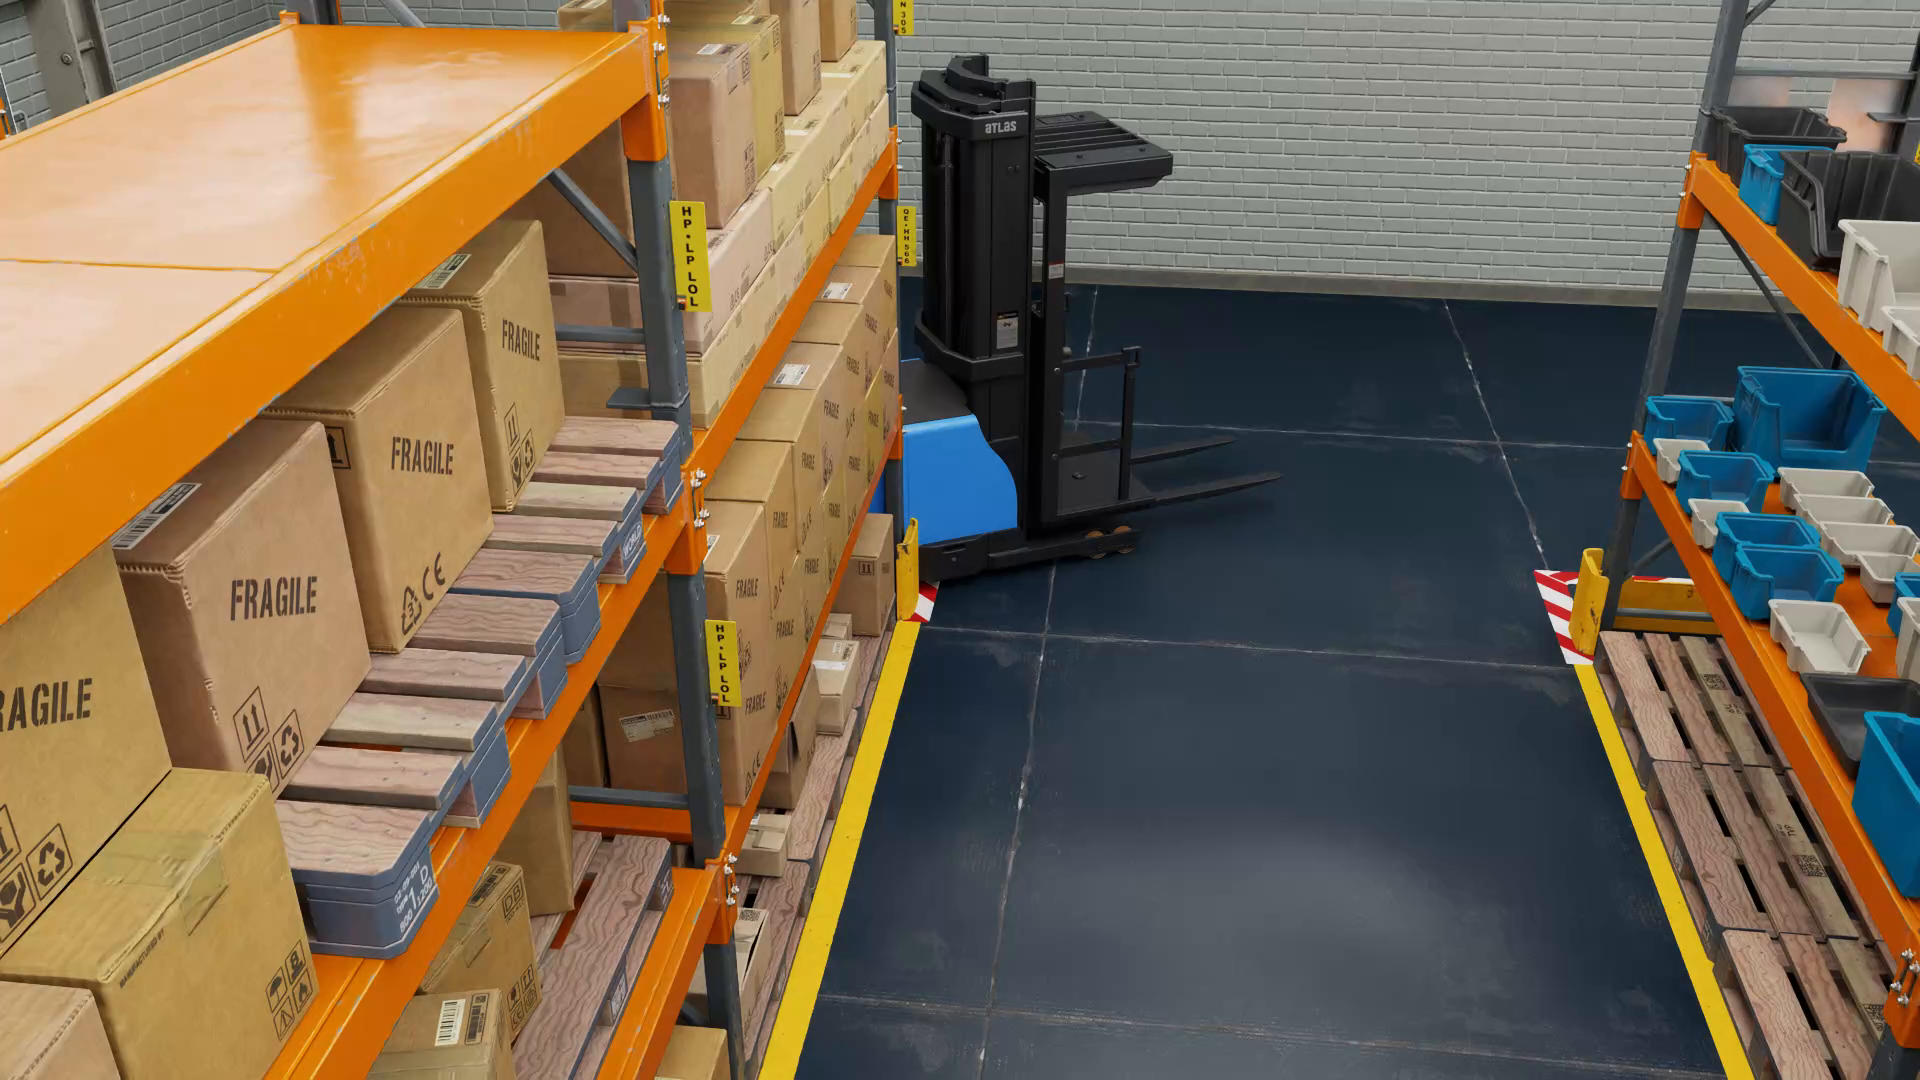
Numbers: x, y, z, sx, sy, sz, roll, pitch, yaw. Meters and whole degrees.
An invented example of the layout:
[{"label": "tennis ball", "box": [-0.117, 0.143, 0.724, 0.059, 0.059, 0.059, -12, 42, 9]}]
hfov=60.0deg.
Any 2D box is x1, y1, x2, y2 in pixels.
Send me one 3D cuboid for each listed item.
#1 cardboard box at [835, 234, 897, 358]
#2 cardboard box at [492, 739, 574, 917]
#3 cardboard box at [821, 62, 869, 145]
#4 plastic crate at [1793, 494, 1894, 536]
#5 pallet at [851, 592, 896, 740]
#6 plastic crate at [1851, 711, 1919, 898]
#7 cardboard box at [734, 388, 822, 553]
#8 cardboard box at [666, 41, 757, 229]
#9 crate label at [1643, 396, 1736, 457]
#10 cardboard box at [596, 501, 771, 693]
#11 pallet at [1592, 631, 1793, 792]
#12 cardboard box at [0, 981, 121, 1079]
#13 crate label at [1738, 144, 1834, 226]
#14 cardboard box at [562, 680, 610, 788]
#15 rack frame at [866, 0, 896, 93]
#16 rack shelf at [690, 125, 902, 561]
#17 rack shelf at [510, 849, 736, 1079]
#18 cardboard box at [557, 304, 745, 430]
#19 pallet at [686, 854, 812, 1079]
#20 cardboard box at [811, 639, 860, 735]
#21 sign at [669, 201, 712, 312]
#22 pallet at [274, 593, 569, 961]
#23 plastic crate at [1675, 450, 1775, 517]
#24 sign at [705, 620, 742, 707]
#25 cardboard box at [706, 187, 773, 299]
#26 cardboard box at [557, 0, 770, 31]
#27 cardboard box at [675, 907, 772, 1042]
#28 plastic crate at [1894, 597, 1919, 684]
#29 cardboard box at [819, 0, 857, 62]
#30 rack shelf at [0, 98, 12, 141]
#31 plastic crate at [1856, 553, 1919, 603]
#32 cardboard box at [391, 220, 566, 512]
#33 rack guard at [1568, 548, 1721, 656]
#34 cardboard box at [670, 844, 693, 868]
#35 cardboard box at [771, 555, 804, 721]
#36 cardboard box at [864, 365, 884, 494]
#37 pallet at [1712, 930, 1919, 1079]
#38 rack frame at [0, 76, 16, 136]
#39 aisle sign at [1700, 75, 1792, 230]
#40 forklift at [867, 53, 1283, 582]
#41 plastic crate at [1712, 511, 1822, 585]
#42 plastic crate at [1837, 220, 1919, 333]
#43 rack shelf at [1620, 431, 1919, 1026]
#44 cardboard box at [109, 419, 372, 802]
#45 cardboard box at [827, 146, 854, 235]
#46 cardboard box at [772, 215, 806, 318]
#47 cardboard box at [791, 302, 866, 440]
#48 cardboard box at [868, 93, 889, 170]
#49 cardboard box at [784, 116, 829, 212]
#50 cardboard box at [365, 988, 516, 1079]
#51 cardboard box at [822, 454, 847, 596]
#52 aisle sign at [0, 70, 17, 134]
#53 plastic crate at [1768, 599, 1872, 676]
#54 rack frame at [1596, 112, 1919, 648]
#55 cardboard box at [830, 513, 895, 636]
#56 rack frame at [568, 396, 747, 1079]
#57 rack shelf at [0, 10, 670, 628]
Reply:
[{"label": "cardboard box", "box": [-0.612, -1.259, 8.557, 0.500, 0.500, 0.500, 3, 28, 6]}, {"label": "cardboard box", "box": [-1.601, 0.864, 5.228, 0.700, 0.500, 0.500, -6, 29, -11]}, {"label": "cardboard box", "box": [-0.701, -1.983, 7.529, 0.500, 0.250, 0.500, 3, 28, 6]}, {"label": "plastic crate", "box": [4.115, -0.091, 7.763, 0.396, 0.136, 0.243, 3, 28, 6]}, {"label": "pallet", "box": [-0.937, 0.638, 9.135, 1.003, 0.211, 1.213, 3, 28, 6]}, {"label": "plastic crate", "box": [3.314, 0.913, 5.638, 0.392, 0.384, 0.575, 3, 28, 6]}, {"label": "cardboard box", "box": [-0.857, -0.292, 6.762, 0.500, 0.500, 0.500, 3, 28, 5]}, {"label": "cardboard box", "box": [-1.097, -1.381, 5.620, 0.700, 0.500, 0.500, 3, 28, 6]}, {"label": "crate label", "box": [3.728, -0.566, 8.544, 0.416, 0.233, 0.303, 3, 28, 6]}, {"label": "cardboard box", "box": [-0.984, 0.193, 5.862, 0.500, 0.500, 0.500, 4, 29, 8]}, {"label": "pallet", "box": [3.945, 0.903, 8.644, 1.003, 0.211, 1.213, 3, 28, 6]}, {"label": "cardboard box", "box": [-1.728, 0.953, 2.342, 0.910, 0.500, 0.500, 3, 28, 6]}, {"label": "crate label", "box": [3.651, -1.550, 7.251, 0.408, 0.251, 0.502, 3, 28, 6]}, {"label": "cardboard box", "box": [-1.514, 0.588, 6.182, 0.500, 0.500, 0.500, 4, 29, 7]}, {"label": "rack frame", "box": [-0.831, -3.642, 7.814, 1.000, 3.000, 0.127, 3, 28, 6]}, {"label": "rack shelf", "box": [-1.076, -1.063, 6.948, 1.077, 0.370, 4.000, 3, 28, 6]}, {"label": "rack shelf", "box": [-1.566, 2.141, 4.165, 1.077, 0.370, 4.000, 3, 28, 6]}, {"label": "cardboard box", "box": [-1.015, -0.587, 5.464, 0.500, 0.250, 0.500, 3, 28, 6]}, {"label": "pallet", "box": [-1.236, 1.787, 7.003, 1.003, 0.211, 1.213, 3, 28, 6]}, {"label": "cardboard box", "box": [-0.799, 0.732, 8.456, 0.500, 0.250, 0.500, 3, 28, 6]}, {"label": "sign", "box": [-0.769, -0.809, 4.757, 0.100, 0.325, 0.005, 3, 28, 6]}, {"label": "pallet", "box": [-1.594, 0.436, 3.606, 1.213, 0.211, 1.003, 3, 28, 6]}, {"label": "plastic crate", "box": [3.647, -0.257, 7.969, 0.416, 0.233, 0.300, 3, 28, 6]}, {"label": "sign", "box": [-0.769, 0.403, 5.410, 0.100, 0.325, 0.005, 3, 28, 6]}, {"label": "cardboard box", "box": [-0.955, -1.042, 5.782, 0.500, 0.250, 0.500, 3, 28, 6]}, {"label": "cardboard box", "box": [-1.131, -1.860, 6.511, 0.700, 0.500, 0.500, 3, 28, 6]}, {"label": "cardboard box", "box": [-1.055, 1.687, 6.618, 0.500, 0.311, 0.500, 3, 28, 6]}, {"label": "plastic crate", "box": [3.965, 0.490, 6.532, 0.437, 0.282, 0.530, 3, 28, 6]}, {"label": "cardboard box", "box": [-0.877, -2.562, 7.814, 0.700, 0.500, 0.500, 3, 28, 6]}, {"label": "rack shelf", "box": [-5.992, -1.349, 7.479, 1.077, 0.370, 4.000, 3, 28, 6]}, {"label": "plastic crate", "box": [4.087, 0.182, 7.257, 0.298, 0.136, 0.250, 3, 28, 6]}, {"label": "cardboard box", "box": [-1.455, -0.478, 4.451, 0.600, 0.600, 0.600, 1, 28, 1]}, {"label": "rack guard", "box": [4.075, 0.378, 9.314, 1.175, 0.500, 0.348, 3, 28, 6]}, {"label": "cardboard box", "box": [-1.440, 1.235, 7.459, 0.500, 0.311, 0.500, 3, 28, 6]}, {"label": "cardboard box", "box": [-0.928, 0.373, 6.581, 0.500, 0.500, 0.500, 4, 29, 7]}, {"label": "cardboard box", "box": [-0.675, -0.573, 8.338, 0.500, 0.500, 0.500, 4, 29, 7]}, {"label": "pallet", "box": [3.647, 2.051, 6.512, 1.003, 0.211, 1.213, 3, 28, 6]}, {"label": "rack frame", "box": [-5.747, -1.287, 9.768, 1.000, 3.000, 0.127, 3, 28, 6]}, {"label": "aisle sign", "box": [3.799, -1.906, 8.177, 0.394, 0.787, 0.004, 3, 28, 6]}, {"label": "forklift", "box": [0.581, -1.398, 10.046, 3.031, 2.935, 1.130, -10, 30, -19]}, {"label": "plastic crate", "box": [3.567, 0.053, 7.394, 0.416, 0.233, 0.300, 3, 28, 6]}, {"label": "plastic crate", "box": [3.507, -0.954, 6.112, 0.437, 0.282, 0.530, 3, 28, 6]}, {"label": "rack shelf", "box": [3.840, 0.547, 7.122, 1.077, 0.370, 4.000, 3, 28, 6]}, {"label": "cardboard box", "box": [-1.616, 0.150, 3.285, 0.600, 0.600, 0.600, 2, 28, 4]}, {"label": "cardboard box", "box": [-0.752, -1.527, 7.209, 0.500, 0.250, 0.500, 3, 28, 6]}, {"label": "cardboard box", "box": [-0.888, -1.057, 6.337, 0.500, 0.250, 0.500, 3, 28, 6]}, {"label": "cardboard box", "box": [-0.732, -0.777, 7.662, 0.500, 0.500, 0.500, 4, 29, 8]}, {"label": "cardboard box", "box": [-0.632, -1.998, 8.083, 0.500, 0.250, 0.500, 3, 28, 6]}, {"label": "cardboard box", "box": [-0.821, -1.512, 6.655, 0.500, 0.250, 0.500, 3, 28, 6]}, {"label": "cardboard box", "box": [-1.476, 1.489, 4.068, 0.700, 0.500, 0.500, -4, 29, -7]}, {"label": "cardboard box", "box": [-0.804, -0.102, 7.463, 0.500, 0.500, 0.500, 3, 28, 5]}, {"label": "aisle sign", "box": [-5.441, -2.447, 9.181, 0.394, 0.787, 0.004, 3, 28, 6]}, {"label": "plastic crate", "box": [3.510, 0.425, 6.806, 0.293, 0.136, 0.466, 3, 28, 6]}, {"label": "rack frame", "box": [4.085, -0.711, 8.699, 1.000, 3.000, 0.127, 3, 28, 6]}, {"label": "cardboard box", "box": [-0.653, 0.177, 9.223, 0.500, 0.500, 0.500, 3, 28, 6]}, {"label": "rack frame", "box": [-1.321, 0.882, 5.742, 1.000, 3.000, 0.127, 3, 28, 6]}, {"label": "rack shelf", "box": [-1.566, -0.324, 2.837, 1.077, 0.370, 4.000, 3, 28, 6]}]
